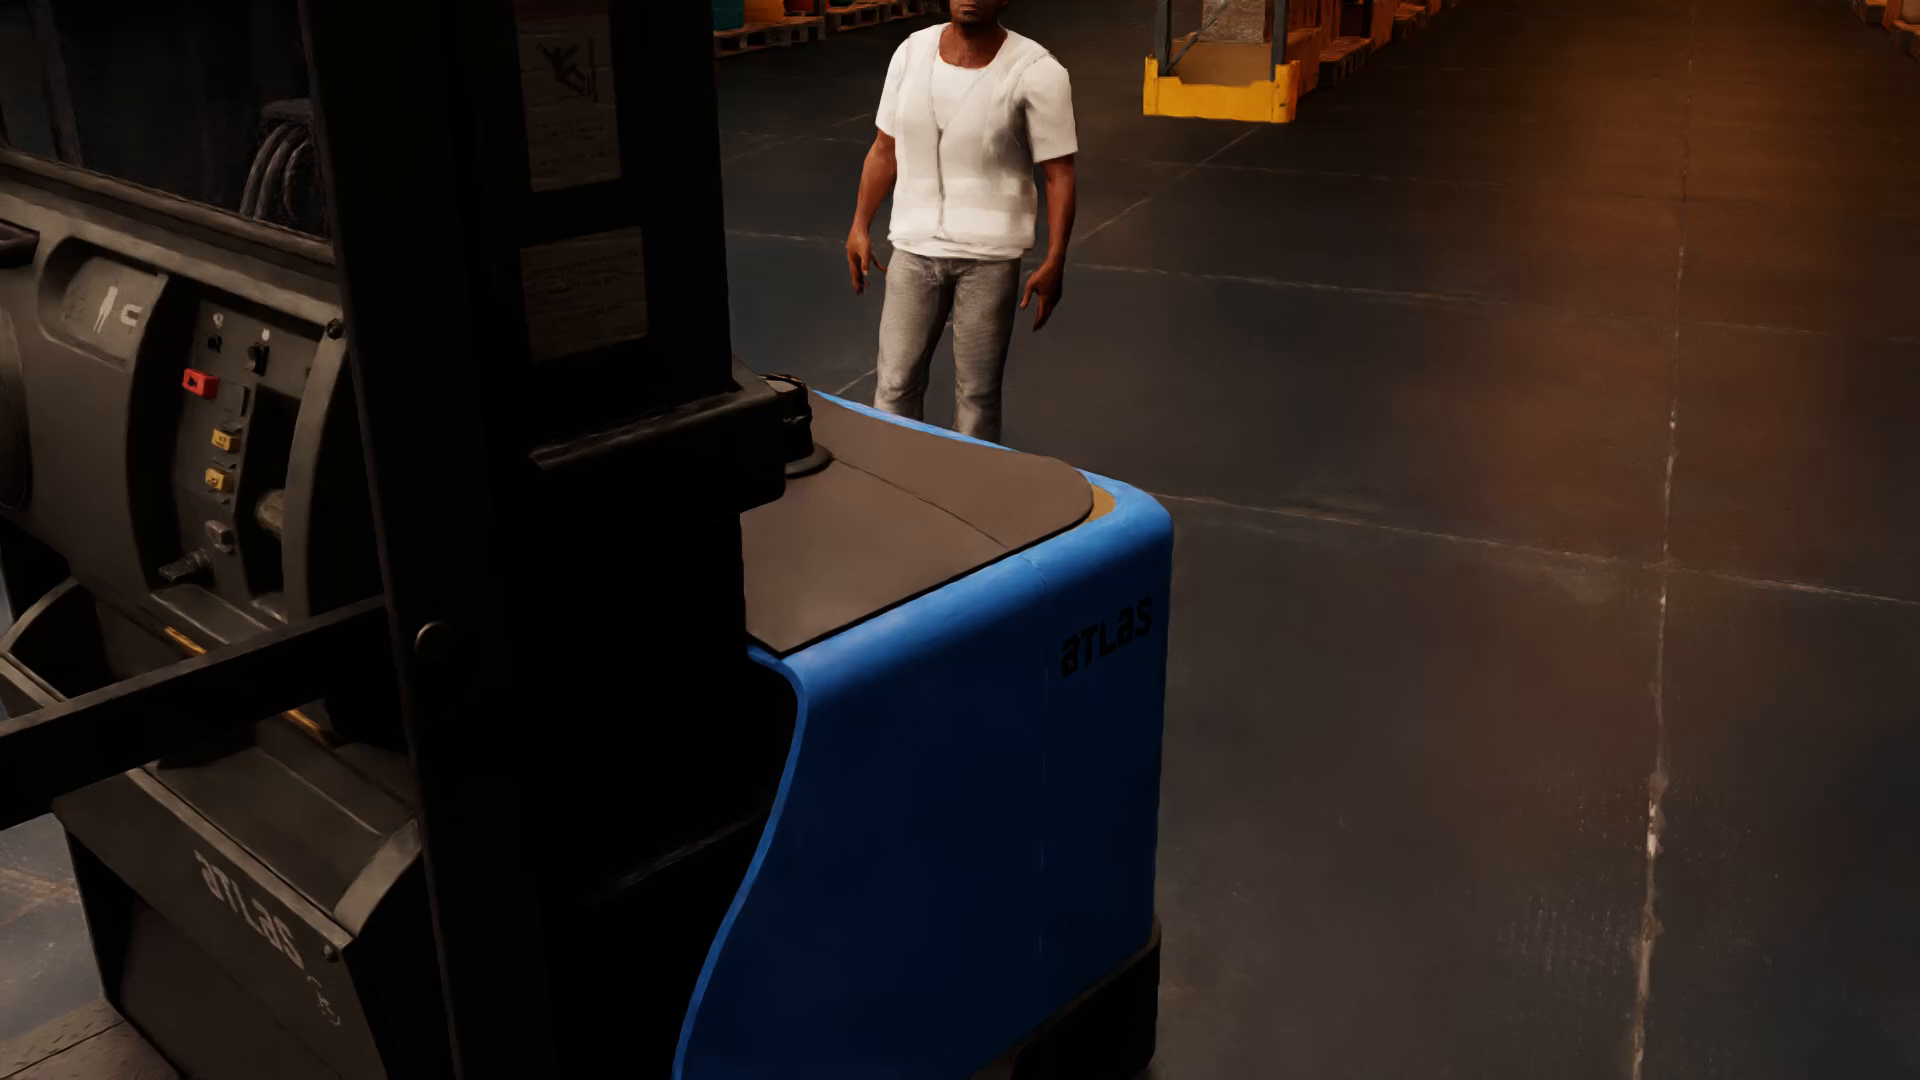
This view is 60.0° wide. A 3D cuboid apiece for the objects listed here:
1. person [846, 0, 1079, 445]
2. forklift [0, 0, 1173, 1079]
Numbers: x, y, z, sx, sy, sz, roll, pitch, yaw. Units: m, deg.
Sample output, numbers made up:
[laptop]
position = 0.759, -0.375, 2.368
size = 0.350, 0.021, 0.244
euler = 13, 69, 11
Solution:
[person]
position = -0.002, -0.853, 4.748
size = 0.665, 1.707, 0.419
euler = 9, 24, 21
[forklift]
position = -1.031, -0.135, 1.614
size = 1.130, 2.935, 3.031
euler = 19, 29, 38
